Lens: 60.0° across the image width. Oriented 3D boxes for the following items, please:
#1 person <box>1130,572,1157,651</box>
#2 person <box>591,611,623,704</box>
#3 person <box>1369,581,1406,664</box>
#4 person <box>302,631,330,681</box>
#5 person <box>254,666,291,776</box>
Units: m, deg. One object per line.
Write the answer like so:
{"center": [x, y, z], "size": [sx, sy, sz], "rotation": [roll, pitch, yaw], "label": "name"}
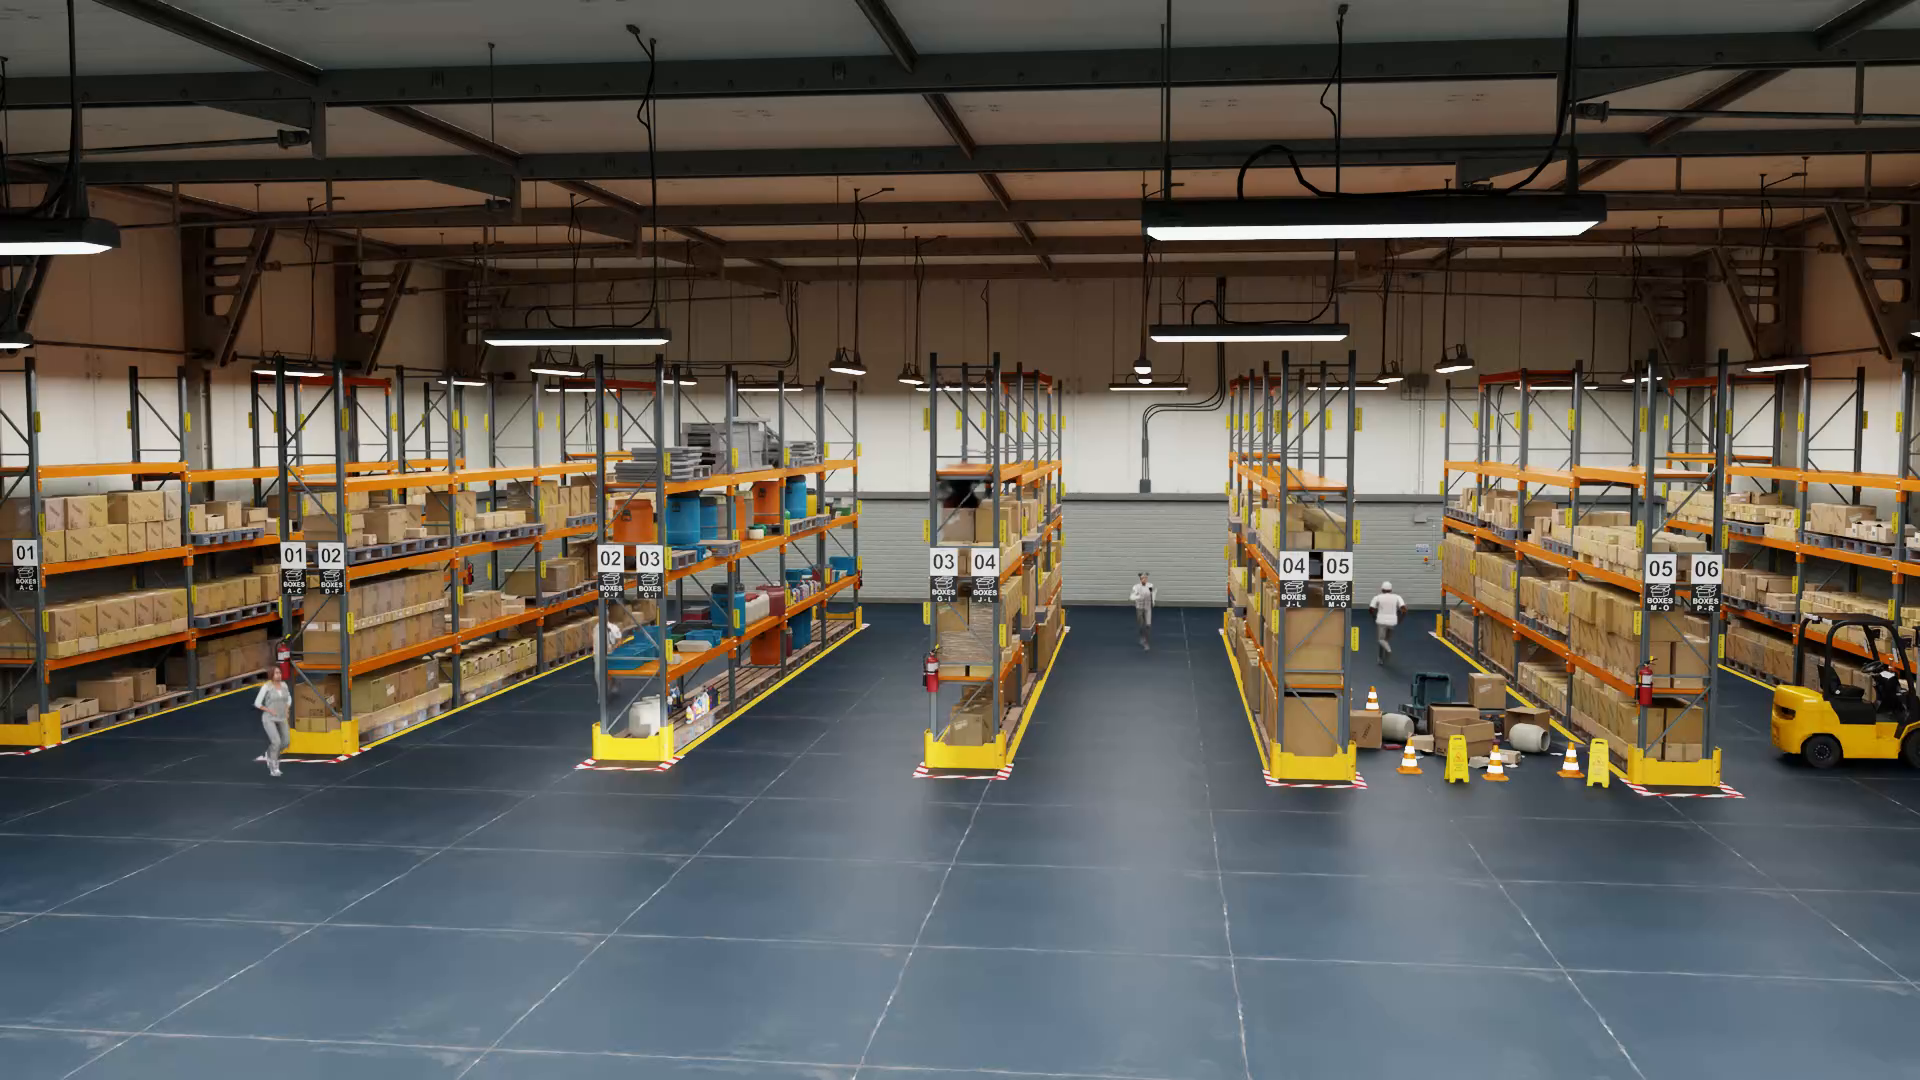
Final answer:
{"center": [4.068, 1.572, 36.845], "size": [0.597, 1.760, 0.834], "rotation": [0, 4, 3], "label": "person"}
{"center": [-6.356, 2.076, 29.909], "size": [0.618, 1.648, 0.742], "rotation": [1, 4, 8], "label": "person"}
{"center": [8.743, 1.731, 34.098], "size": [0.726, 1.750, 0.906], "rotation": [0, 4, 0], "label": "person"}
{"center": [-11.333, 2.020, 29.574], "size": [0.640, 1.796, 0.890], "rotation": [0, 4, -1], "label": "person"}
{"center": [-9.751, 2.575, 23.666], "size": [0.569, 1.570, 0.561], "rotation": [3, 5, 37], "label": "person"}
